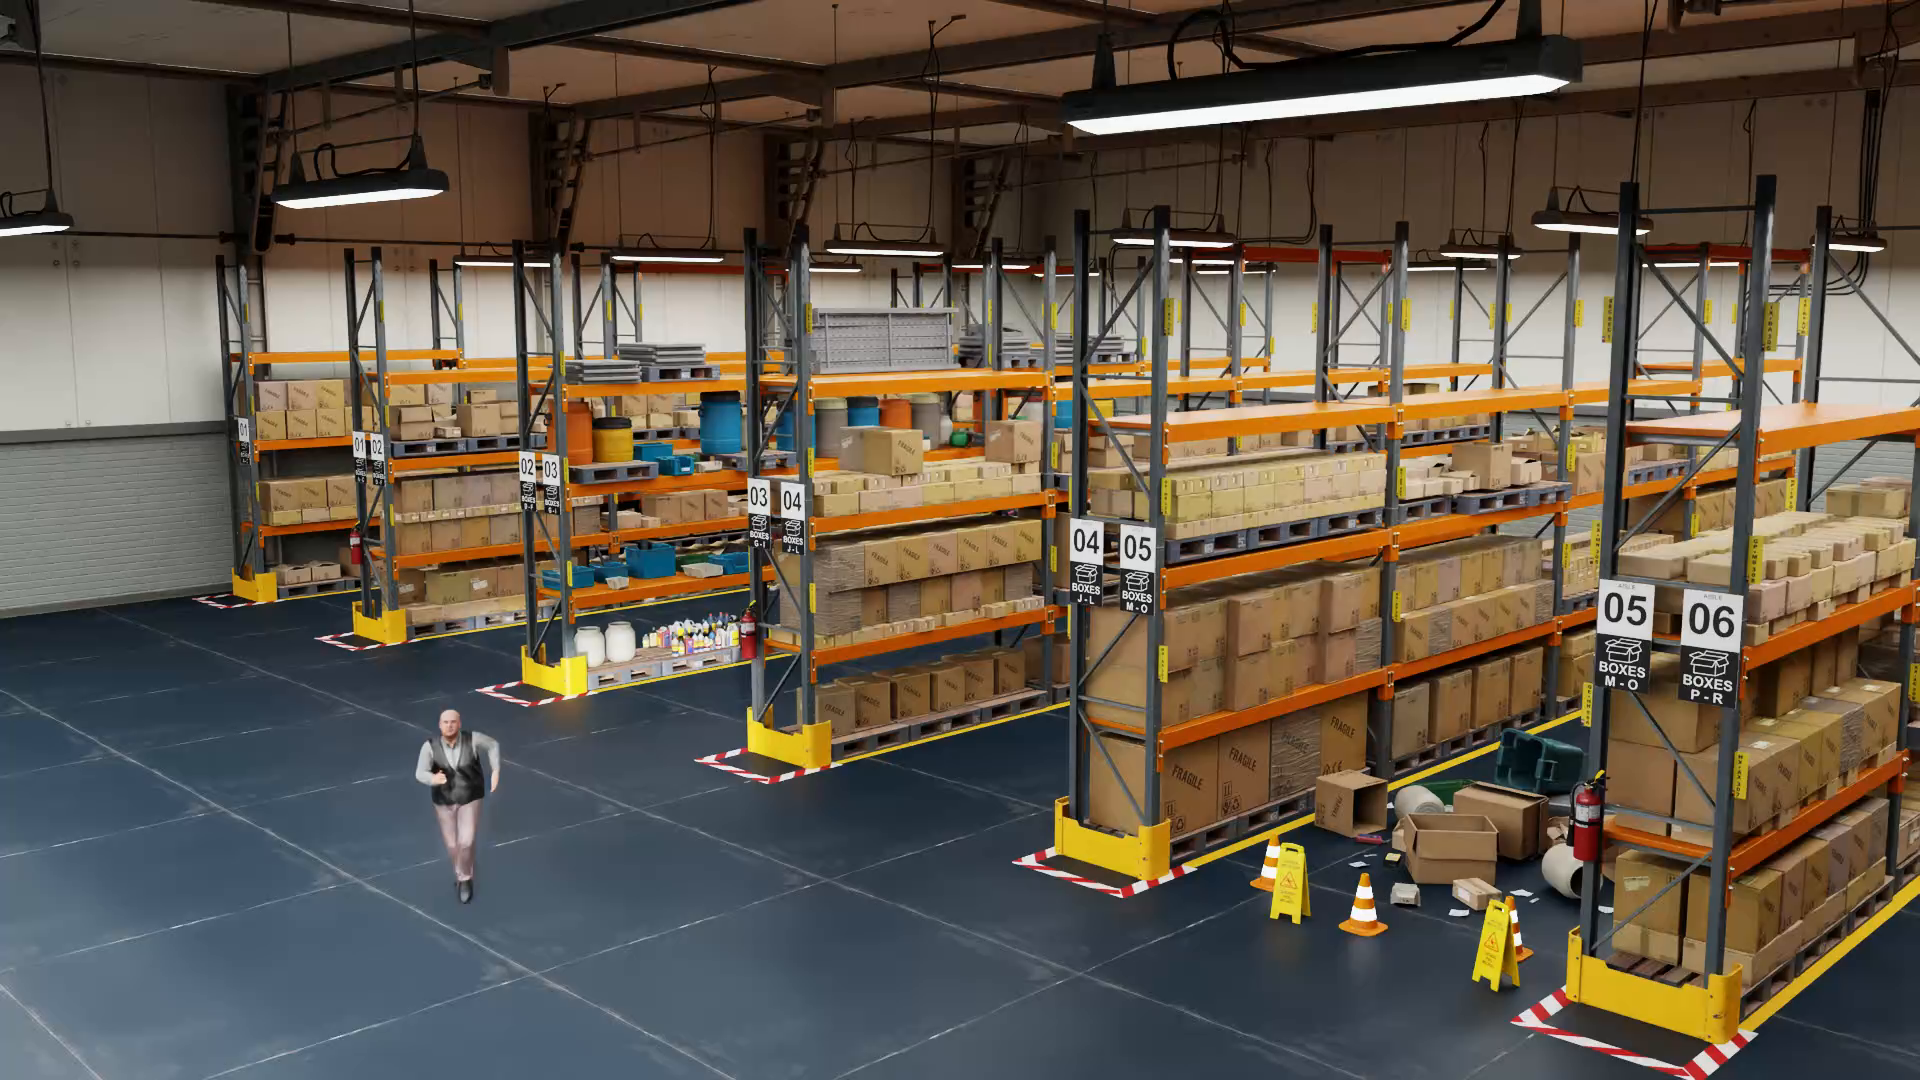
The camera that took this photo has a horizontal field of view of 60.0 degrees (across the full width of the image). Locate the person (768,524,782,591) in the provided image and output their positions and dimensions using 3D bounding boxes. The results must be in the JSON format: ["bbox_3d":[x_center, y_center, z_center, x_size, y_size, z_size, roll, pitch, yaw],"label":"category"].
[{"bbox_3d":[-3.028,0.011,28.625,0.563,1.683,0.740,7,11,41],"label":"person"}]

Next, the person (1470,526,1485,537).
[{"bbox_3d":[8.404,0.522,26.731,0.707,1.765,0.909,6,10,38],"label":"person"}]

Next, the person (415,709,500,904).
[{"bbox_3d":[-4.344,2.287,14.418,0.682,1.713,0.808,-2,8,-11],"label":"person"}]
